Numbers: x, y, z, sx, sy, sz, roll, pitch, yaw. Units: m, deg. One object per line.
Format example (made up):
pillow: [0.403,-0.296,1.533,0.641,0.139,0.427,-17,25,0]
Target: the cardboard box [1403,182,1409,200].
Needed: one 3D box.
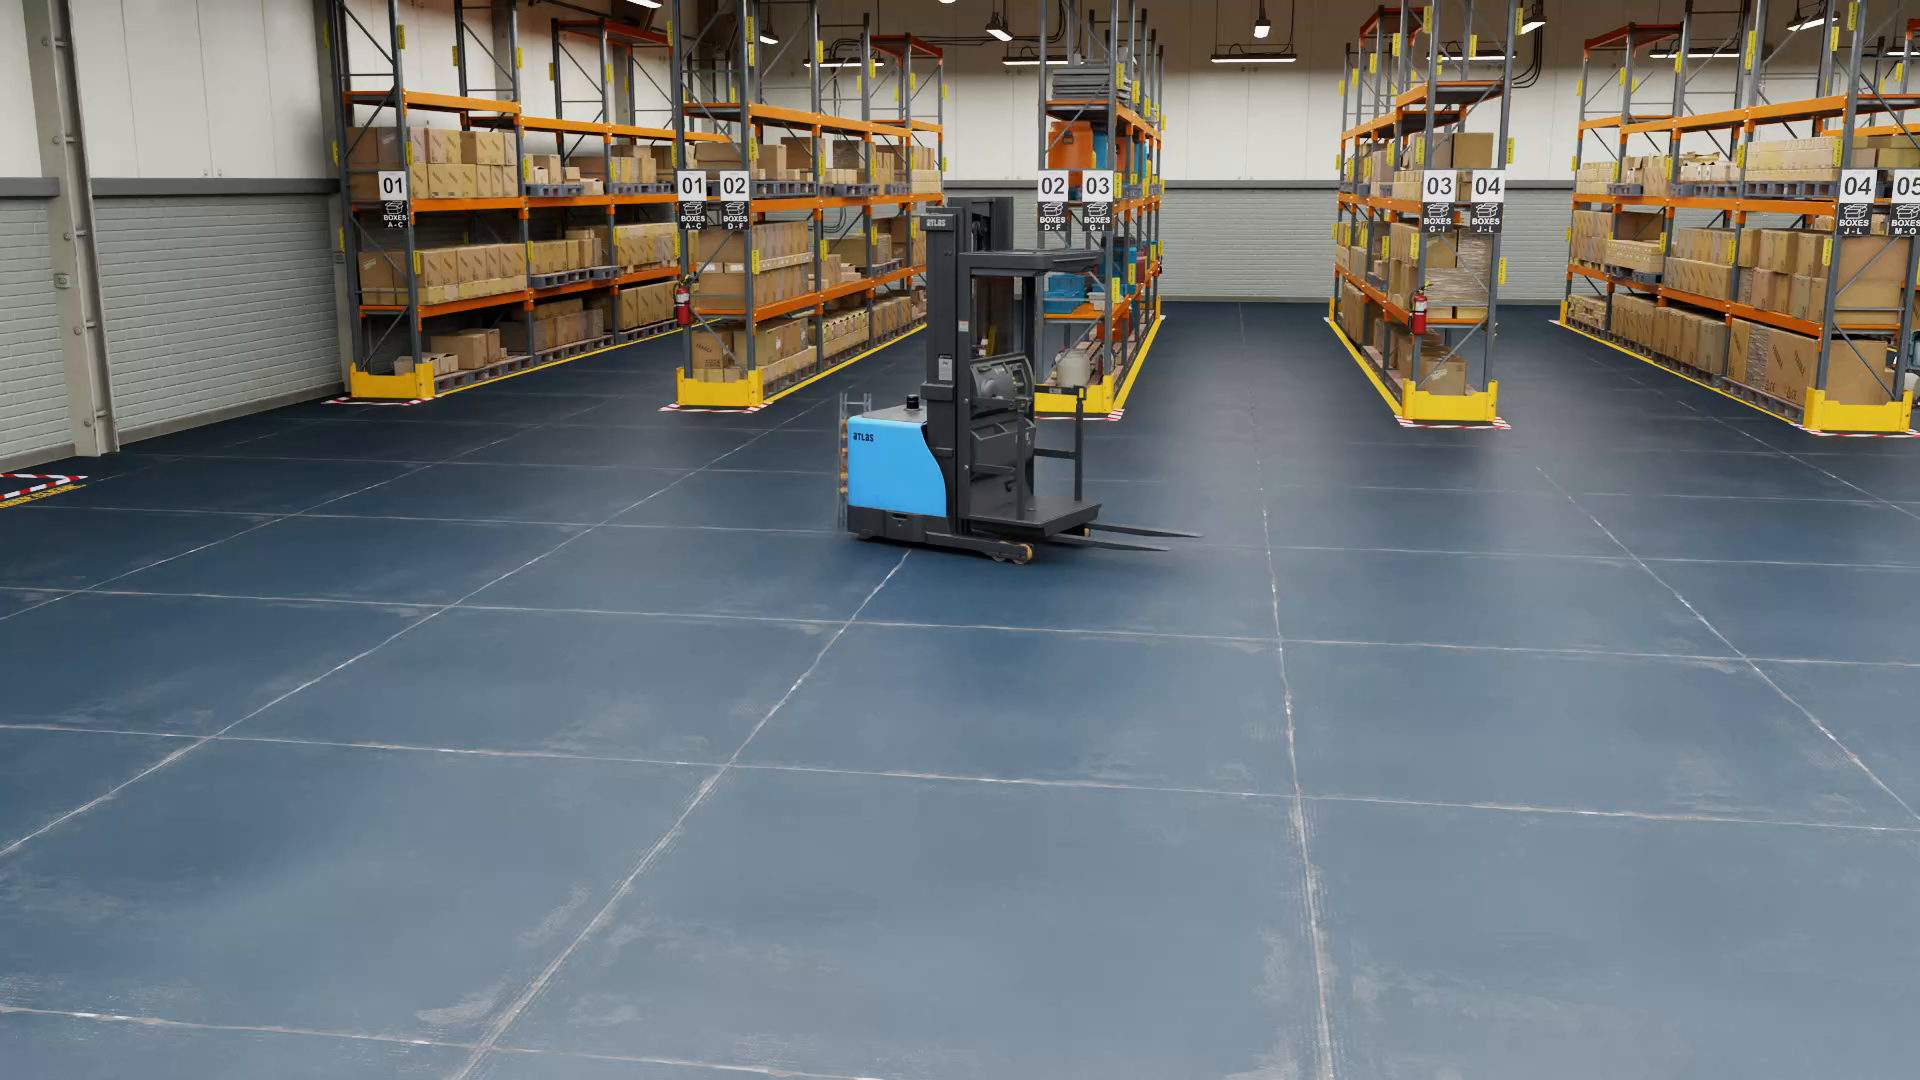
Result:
cardboard box: [6.484,-4.874,23.226,0.500,0.250,0.500,2,12,8]

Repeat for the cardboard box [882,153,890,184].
cardboard box: [-1.745,-7.404,33.137,0.600,0.600,0.600,2,12,8]

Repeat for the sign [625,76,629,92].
sign: [-6.954,-9.526,34.744,0.100,0.325,0.005,2,12,9]

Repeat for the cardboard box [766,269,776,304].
cardboard box: [-3.118,-3.737,24.477,0.700,0.500,0.500,2,12,9]

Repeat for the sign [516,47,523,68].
sign: [-7.107,-7.778,26.819,0.100,0.325,0.005,2,12,9]

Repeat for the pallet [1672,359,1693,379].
pallet: [12.158,-2.763,26.812,1.003,0.211,1.213,2,12,9]

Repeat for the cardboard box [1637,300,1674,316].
cardboard box: [12.457,-4.147,29.773,0.500,0.250,0.500,2,12,9]

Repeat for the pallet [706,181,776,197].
pallet: [-3.226,-4.948,23.424,1.003,0.211,1.213,2,12,9]

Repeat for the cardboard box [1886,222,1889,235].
cardboard box: [17.714,-5.689,31.163,0.500,0.500,0.500,2,12,9]

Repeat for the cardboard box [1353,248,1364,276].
cardboard box: [7.802,-5.308,31.764,0.500,0.500,0.500,2,12,7]

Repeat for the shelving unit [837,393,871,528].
shelving unit: [-0.948,-0.709,14.898,0.258,1.200,0.189,2,4,10]

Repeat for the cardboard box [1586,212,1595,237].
cardboard box: [13.194,-6.485,34.150,0.500,0.500,0.500,1,12,7]

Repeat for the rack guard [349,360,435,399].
rack guard: [-8.244,-2.333,24.130,1.175,0.500,0.348,2,12,9]

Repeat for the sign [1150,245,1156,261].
sign: [3.923,-5.833,33.781,0.100,0.325,0.005,2,12,9]

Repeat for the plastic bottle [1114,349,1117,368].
plastic bottle: [2.401,-2.827,25.893,0.061,0.283,0.133,3,12,11]

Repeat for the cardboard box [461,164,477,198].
cardboard box: [-7.702,-5.456,25.286,0.500,0.500,0.500,3,12,12]

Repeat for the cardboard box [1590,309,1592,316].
cardboard box: [13.163,-4.677,34.141,0.380,0.149,0.250,1,12,6]

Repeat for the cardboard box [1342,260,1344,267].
cardboard box: [8.194,-5.774,34.762,0.380,0.149,0.250,2,12,8]

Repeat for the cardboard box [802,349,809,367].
cardboard box: [-2.687,-2.865,26.199,0.500,0.250,0.500,2,12,9]

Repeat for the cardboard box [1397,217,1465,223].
cardboard box: [7.303,-4.549,26.062,1.000,1.000,1.000,2,12,9]

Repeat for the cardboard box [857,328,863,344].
cardboard box: [-2.045,-3.681,29.982,0.500,0.250,0.500,2,12,8]

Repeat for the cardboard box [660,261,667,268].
cardboard box: [-6.265,-5.681,34.285,0.380,0.149,0.250,2,12,9]

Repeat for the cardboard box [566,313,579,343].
cardboard box: [-7.327,-3.838,30.070,0.700,0.500,0.500,2,12,8]

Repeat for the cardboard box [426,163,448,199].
cardboard box: [-7.839,-5.236,24.263,0.500,0.500,0.500,3,12,12]

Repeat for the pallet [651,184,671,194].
pallet: [-6.502,-7.217,34.196,0.805,0.209,1.217,1,12,6]

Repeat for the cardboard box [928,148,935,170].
cardboard box: [-0.962,-8.606,37.576,0.700,0.500,0.500,2,12,9]

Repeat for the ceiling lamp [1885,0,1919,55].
ceiling lamp: [21.698,-12.326,36.473,2.000,3.185,0.800,2,12,9]

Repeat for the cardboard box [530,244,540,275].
cardboard box: [-7.528,-4.740,28.087,0.700,0.500,0.500,2,12,9]

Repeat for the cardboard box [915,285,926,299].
cardboard box: [-0.740,-5.582,38.162,0.500,0.500,0.500,2,12,9]

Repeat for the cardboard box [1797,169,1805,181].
cardboard box: [11.186,-4.765,21.727,0.380,0.149,0.250,2,12,8]

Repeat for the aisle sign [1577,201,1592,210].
aisle sign: [13.489,-7.502,36.012,0.394,0.787,0.004,2,12,9]

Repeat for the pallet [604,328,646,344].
pallet: [-6.829,-4.003,32.565,1.003,0.211,1.213,2,12,9]

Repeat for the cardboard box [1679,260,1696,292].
cardboard box: [12.054,-4.294,27.061,0.500,0.500,0.500,2,12,9]

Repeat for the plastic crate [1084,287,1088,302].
plastic crate: [1.661,-3.673,24.921,0.450,0.188,0.662,2,12,9]

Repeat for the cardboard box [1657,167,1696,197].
cardboard box: [12.380,-6.183,28.706,0.500,0.500,0.500,2,12,9]

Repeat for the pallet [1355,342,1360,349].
pallet: [8.044,-3.774,31.506,1.003,0.211,1.213,2,12,9]

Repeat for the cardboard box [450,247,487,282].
cardboard box: [-7.646,-4.249,25.618,0.500,0.500,0.500,2,12,10]

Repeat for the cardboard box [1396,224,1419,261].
cardboard box: [6.570,-4.279,23.913,0.500,0.500,0.500,2,12,9]

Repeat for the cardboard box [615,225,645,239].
cardboard box: [-6.546,-6.077,32.800,0.500,0.250,0.500,2,12,9]

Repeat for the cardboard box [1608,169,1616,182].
cardboard box: [12.979,-7.115,32.438,0.500,0.250,0.500,1,12,6]

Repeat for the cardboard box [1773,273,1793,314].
cardboard box: [11.639,-3.367,22.640,0.875,0.550,0.500,2,12,9]

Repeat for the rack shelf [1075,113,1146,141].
rack shelf: [2.457,-6.852,27.585,1.077,0.370,4.000,2,12,9]

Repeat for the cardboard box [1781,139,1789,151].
cardboard box: [11.303,-5.314,22.381,0.380,0.149,0.250,2,12,8]

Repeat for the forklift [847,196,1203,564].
forklift: [0.533,-1.362,13.856,3.031,2.935,1.130,8,14,31]

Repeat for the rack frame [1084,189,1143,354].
rack frame: [2.764,-4.883,30.031,1.000,3.000,0.127,2,12,9]

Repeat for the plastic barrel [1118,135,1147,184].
plastic barrel: [3.268,-7.272,31.810,0.600,0.901,0.708,2,12,9]

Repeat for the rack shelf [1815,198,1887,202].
rack shelf: [18.373,-6.765,33.352,1.077,0.370,4.000,2,12,9]

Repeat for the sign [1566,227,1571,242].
sign: [13.238,-6.647,36.161,0.100,0.325,0.005,2,12,9]

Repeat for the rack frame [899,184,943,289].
rack frame: [-0.899,-6.710,38.507,1.000,3.000,0.127,2,12,9]

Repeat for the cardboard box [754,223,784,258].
cardboard box: [-3.038,-4.489,24.885,0.700,0.500,0.500,2,12,9]

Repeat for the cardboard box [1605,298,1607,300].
cardboard box: [13.831,-5.030,35.071,0.380,0.149,0.250,1,12,6]

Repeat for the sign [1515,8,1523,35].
sign: [6.964,-6.468,20.739,0.100,0.325,0.005,2,12,9]

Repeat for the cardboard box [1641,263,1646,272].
cardboard box: [12.205,-4.792,29.211,0.380,0.149,0.250,2,12,8]

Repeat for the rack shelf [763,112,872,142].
rack shelf: [-2.437,-7.013,28.334,1.077,0.370,4.000,2,12,9]

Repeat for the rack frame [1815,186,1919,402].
rack frame: [11.313,-2.875,20.716,1.000,3.000,0.127,2,12,9]

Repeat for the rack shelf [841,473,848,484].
rack shelf: [-0.952,-0.545,14.909,0.258,0.103,0.180,2,4,10]
